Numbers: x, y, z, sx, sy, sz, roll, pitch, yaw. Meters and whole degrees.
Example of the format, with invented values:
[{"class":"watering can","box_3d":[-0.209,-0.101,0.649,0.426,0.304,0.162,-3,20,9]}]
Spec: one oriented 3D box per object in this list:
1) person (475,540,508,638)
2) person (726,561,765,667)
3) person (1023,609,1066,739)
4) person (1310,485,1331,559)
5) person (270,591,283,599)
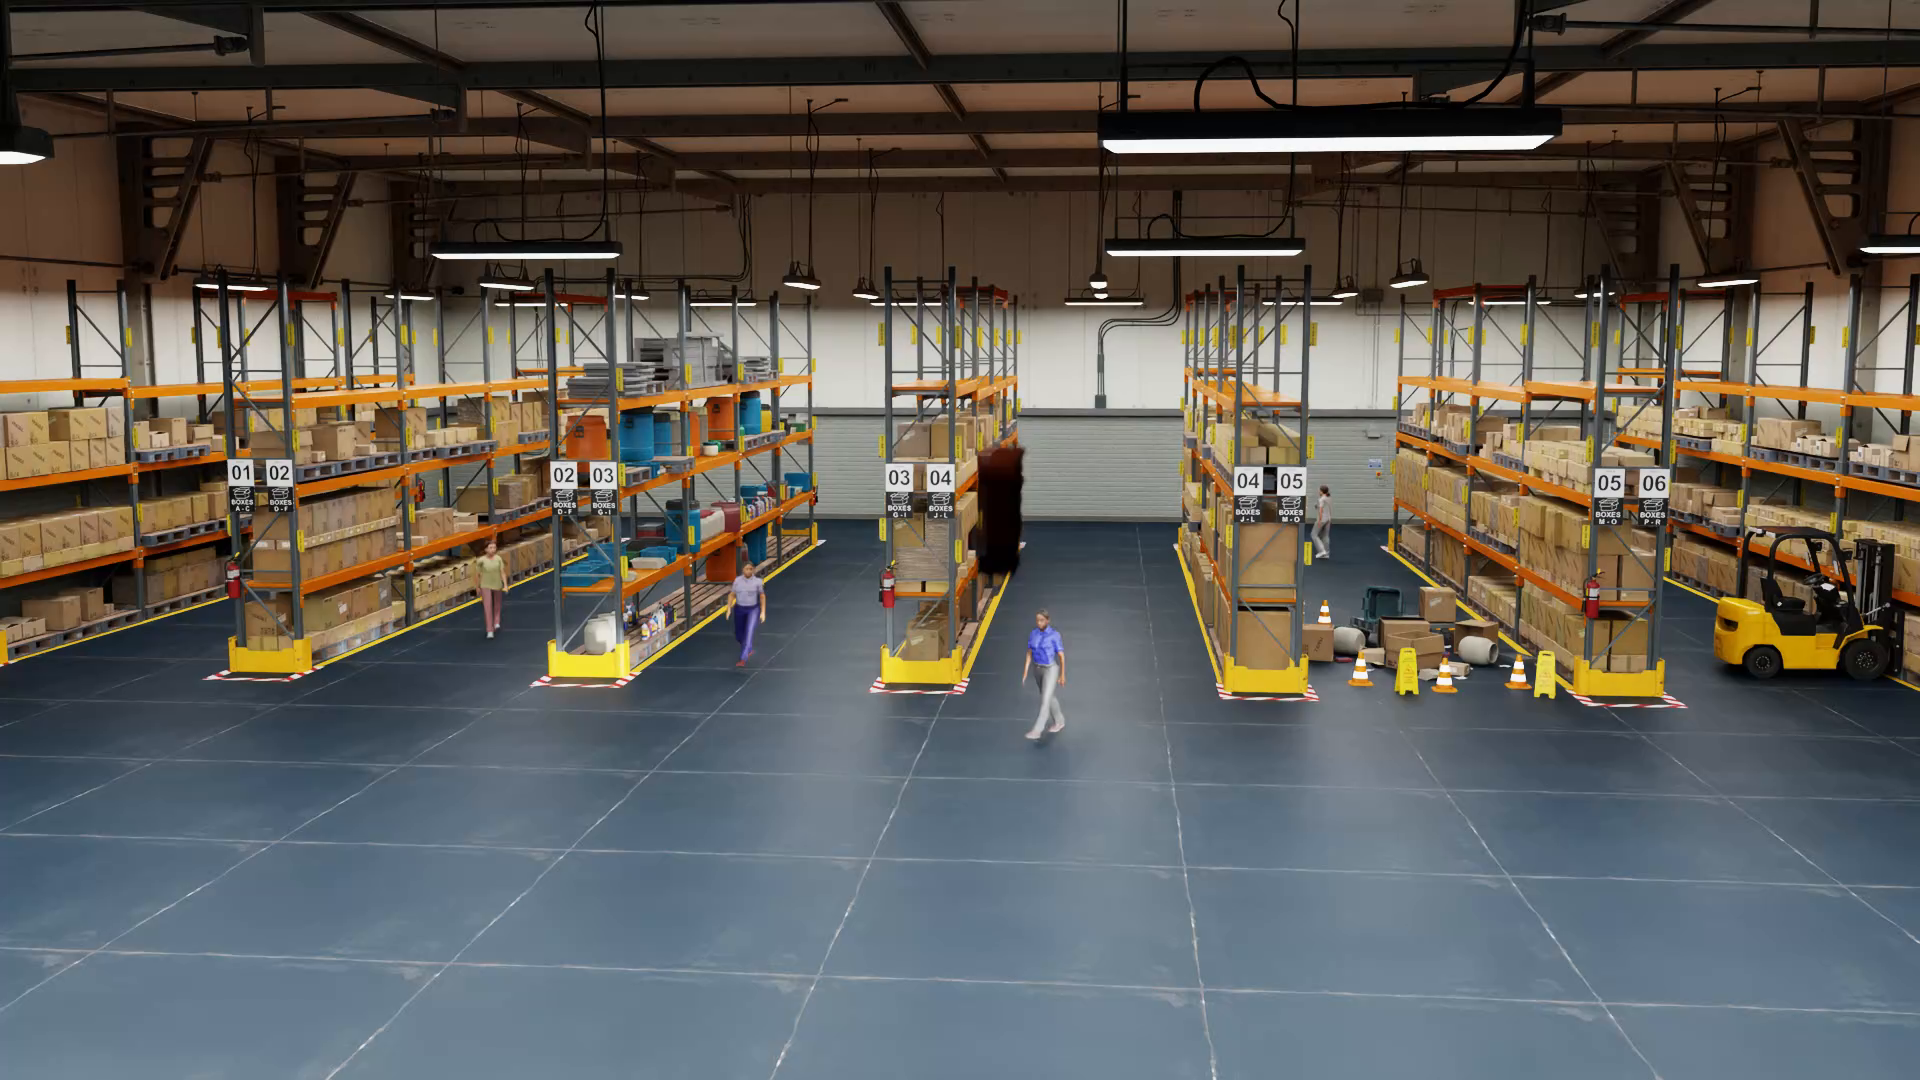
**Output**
[{"class":"person","box_3d":[-7.876,0.797,27.937,0.515,1.612,1.099,-3,7,-20]},{"class":"person","box_3d":[-3.272,1.110,25.418,0.544,1.598,0.976,1,7,8]},{"class":"person","box_3d":[1.025,1.665,20.803,0.464,1.609,1.005,6,9,42]},{"class":"person","box_3d":[8.259,-0.417,37.856,0.398,1.678,0.488,7,10,43]},{"class":"person","box_3d":[-11.697,0.716,28.689,0.540,1.658,0.554,0,7,-3]}]
